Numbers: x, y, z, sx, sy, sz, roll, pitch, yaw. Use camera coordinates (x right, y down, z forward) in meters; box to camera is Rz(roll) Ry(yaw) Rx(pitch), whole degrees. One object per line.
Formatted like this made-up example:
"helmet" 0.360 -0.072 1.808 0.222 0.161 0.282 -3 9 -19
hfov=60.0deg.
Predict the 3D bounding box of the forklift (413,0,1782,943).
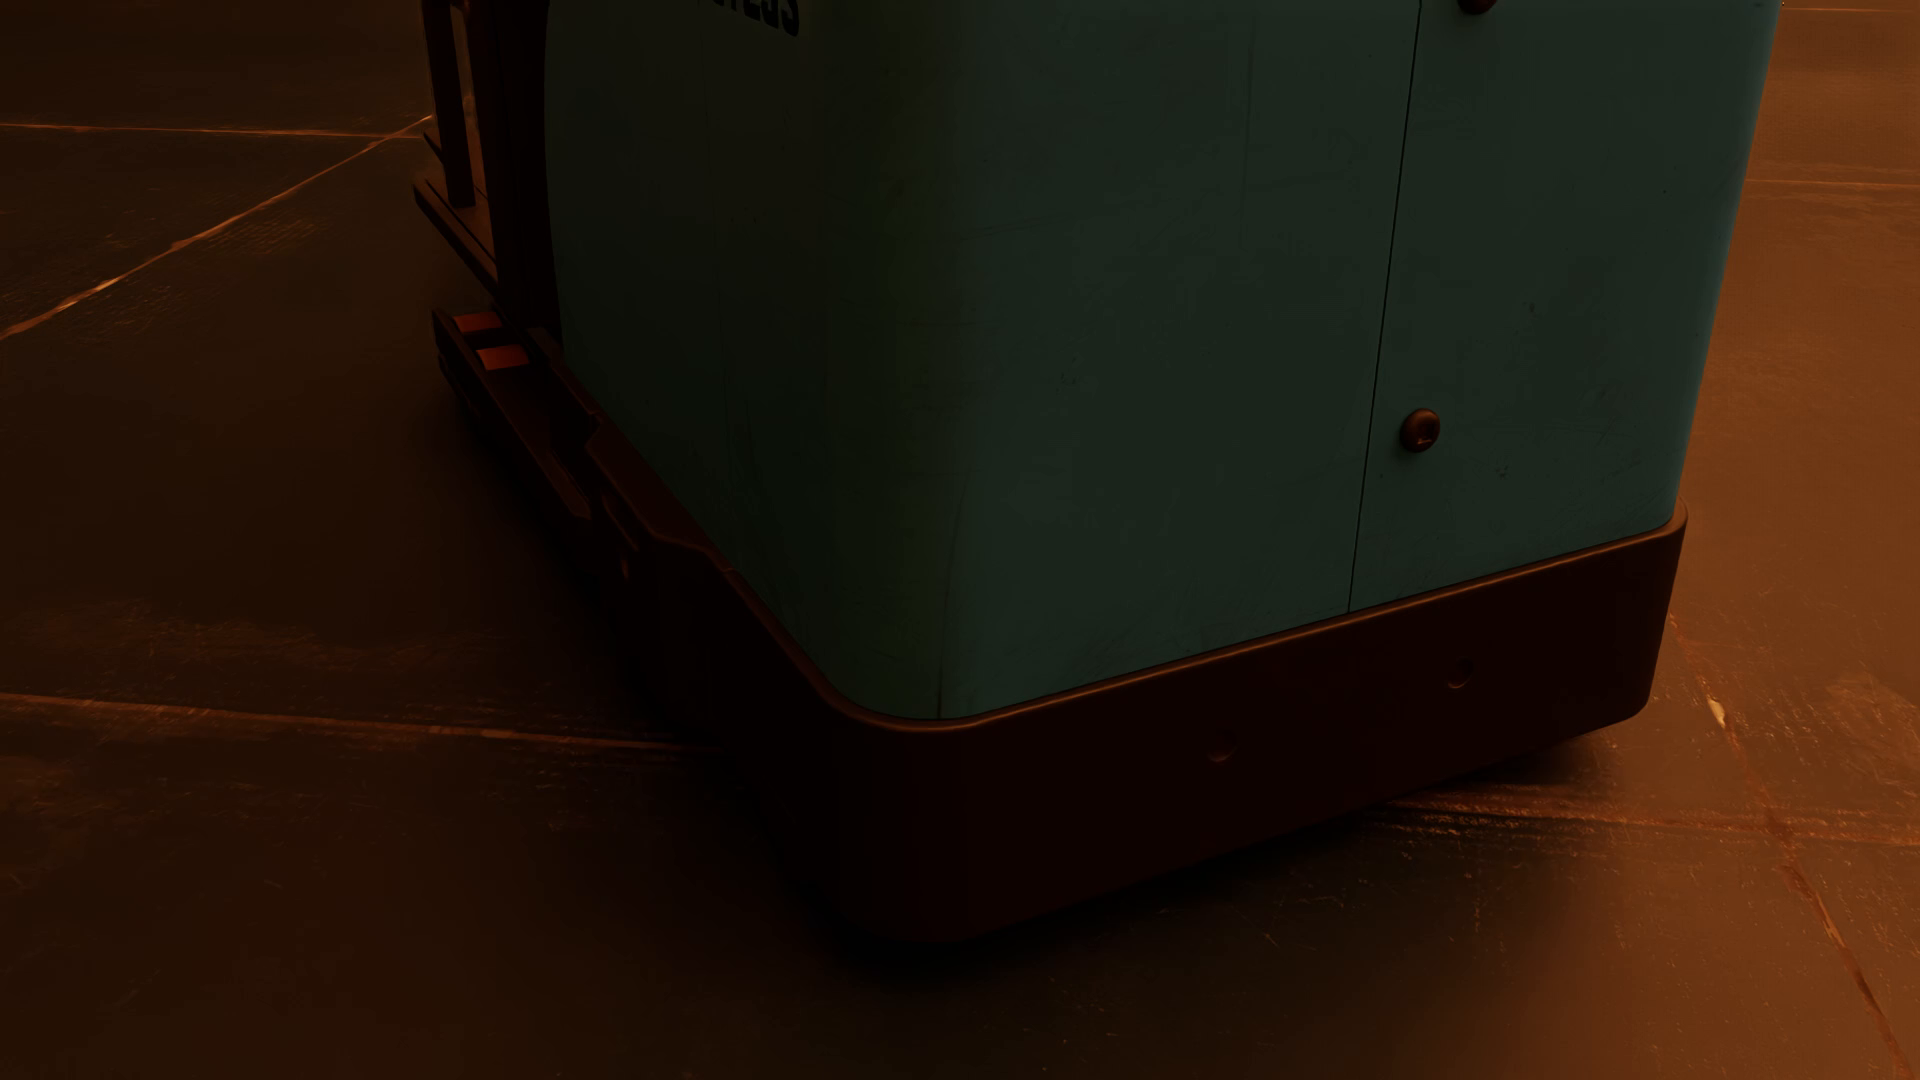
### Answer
"forklift" -0.290 -1.558 2.339 1.130 2.935 3.031 -13 29 -24
